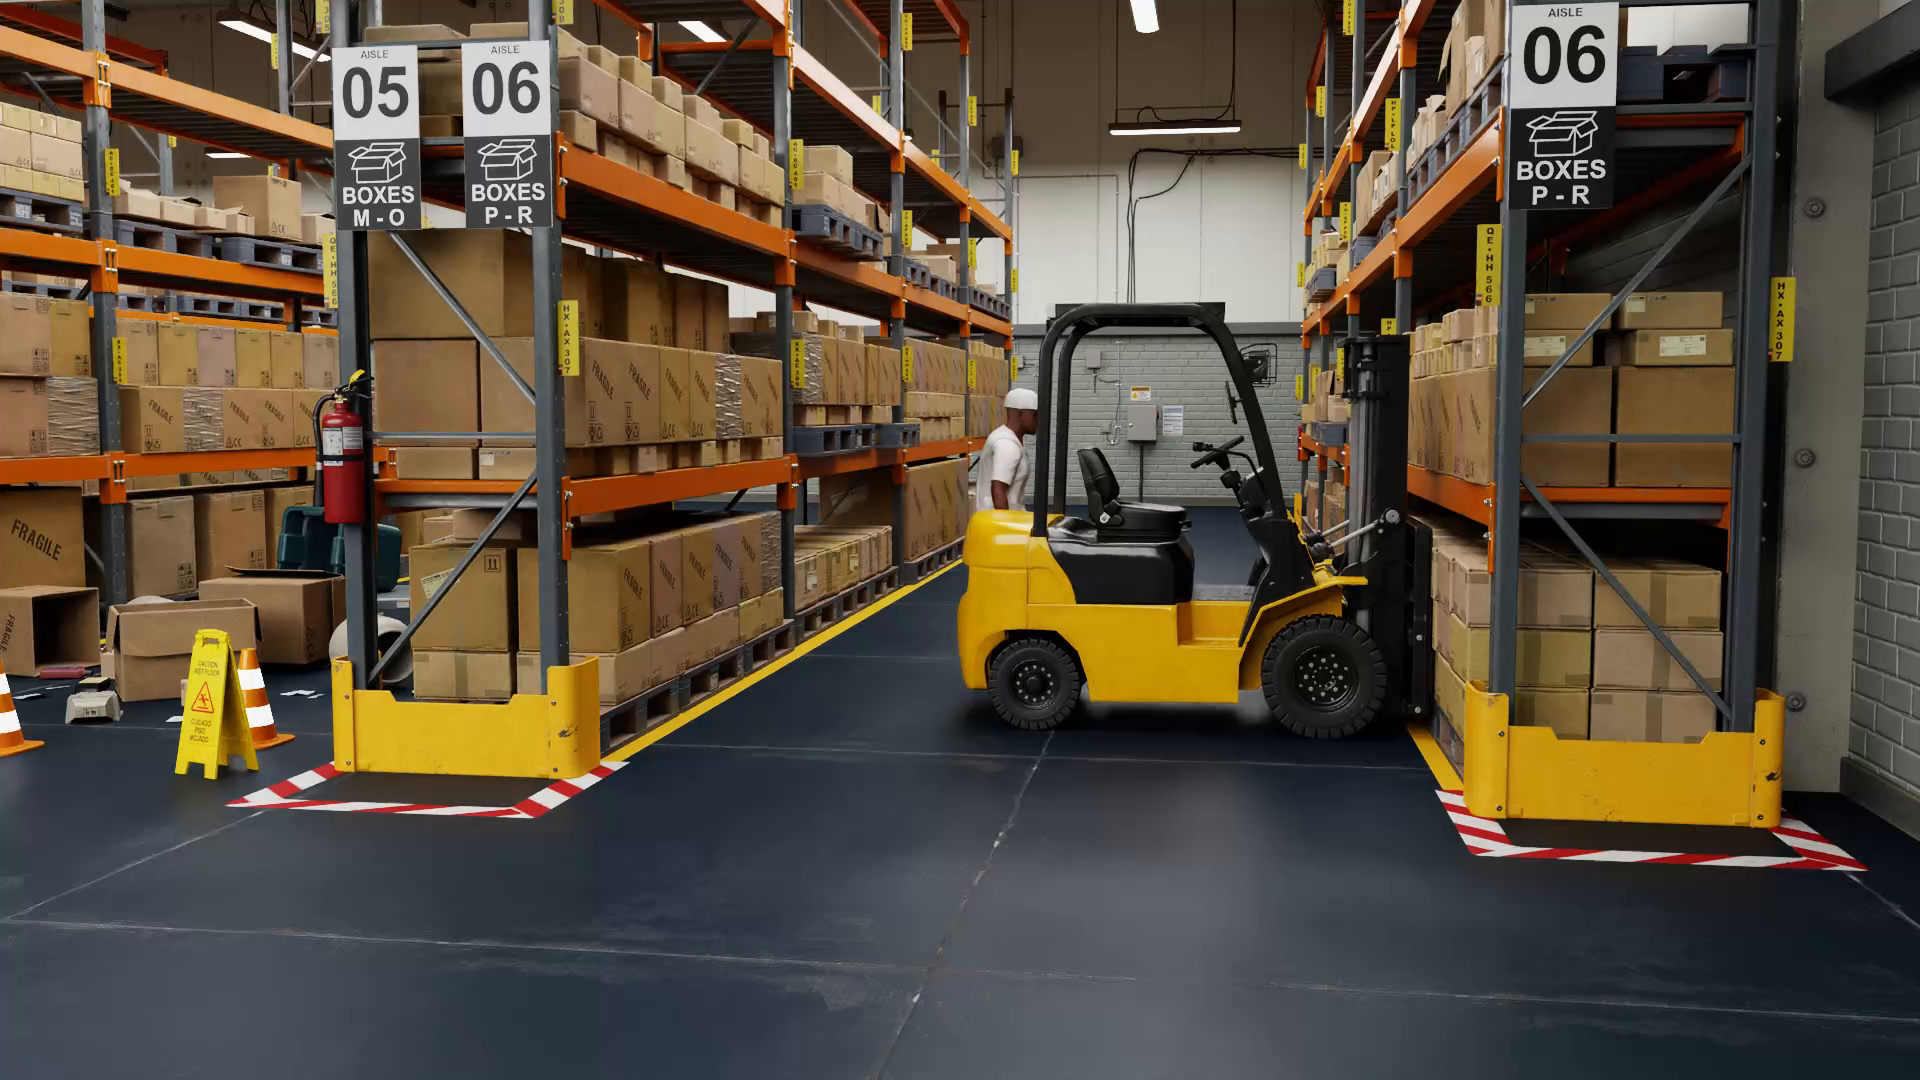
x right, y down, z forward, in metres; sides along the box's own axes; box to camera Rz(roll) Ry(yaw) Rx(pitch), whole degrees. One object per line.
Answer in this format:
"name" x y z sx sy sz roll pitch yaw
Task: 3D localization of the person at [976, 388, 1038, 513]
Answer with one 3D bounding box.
"person" 0.330 -0.078 10.533 0.456 1.761 0.627 1 4 9
